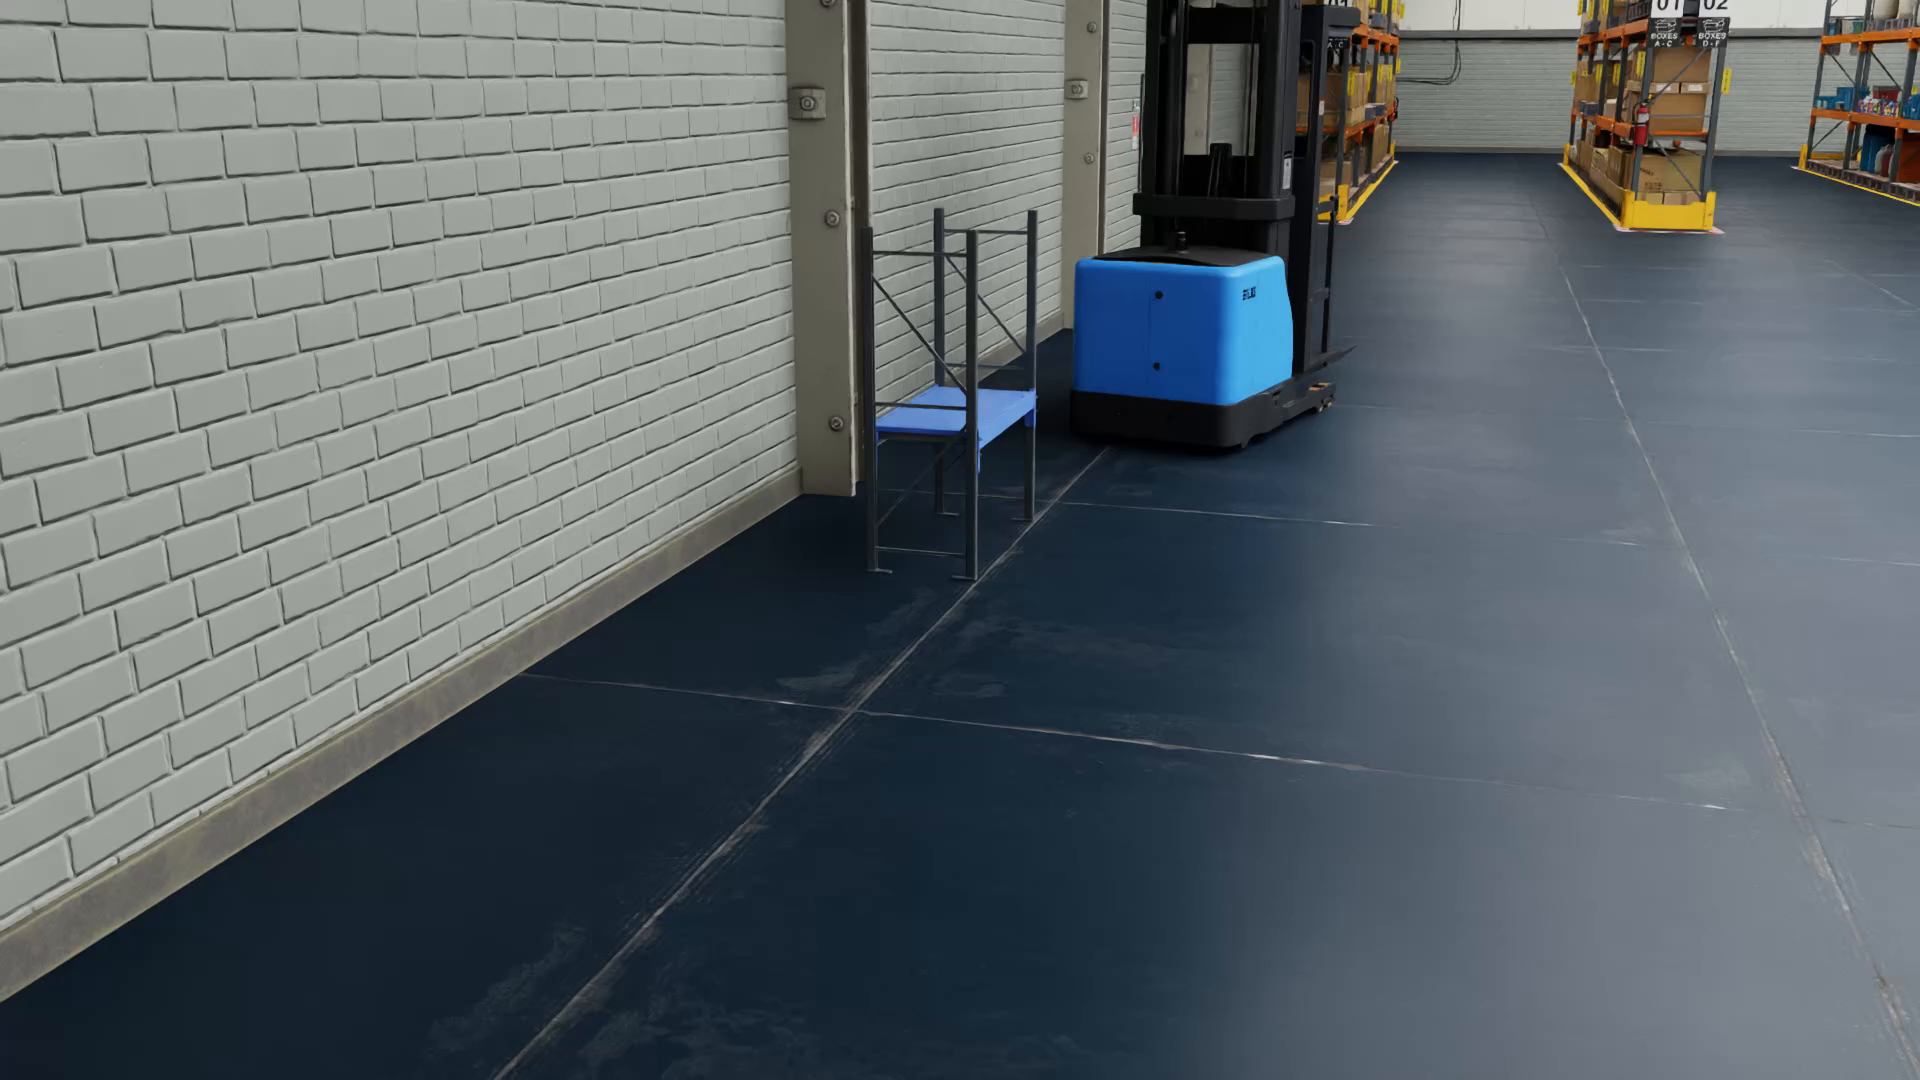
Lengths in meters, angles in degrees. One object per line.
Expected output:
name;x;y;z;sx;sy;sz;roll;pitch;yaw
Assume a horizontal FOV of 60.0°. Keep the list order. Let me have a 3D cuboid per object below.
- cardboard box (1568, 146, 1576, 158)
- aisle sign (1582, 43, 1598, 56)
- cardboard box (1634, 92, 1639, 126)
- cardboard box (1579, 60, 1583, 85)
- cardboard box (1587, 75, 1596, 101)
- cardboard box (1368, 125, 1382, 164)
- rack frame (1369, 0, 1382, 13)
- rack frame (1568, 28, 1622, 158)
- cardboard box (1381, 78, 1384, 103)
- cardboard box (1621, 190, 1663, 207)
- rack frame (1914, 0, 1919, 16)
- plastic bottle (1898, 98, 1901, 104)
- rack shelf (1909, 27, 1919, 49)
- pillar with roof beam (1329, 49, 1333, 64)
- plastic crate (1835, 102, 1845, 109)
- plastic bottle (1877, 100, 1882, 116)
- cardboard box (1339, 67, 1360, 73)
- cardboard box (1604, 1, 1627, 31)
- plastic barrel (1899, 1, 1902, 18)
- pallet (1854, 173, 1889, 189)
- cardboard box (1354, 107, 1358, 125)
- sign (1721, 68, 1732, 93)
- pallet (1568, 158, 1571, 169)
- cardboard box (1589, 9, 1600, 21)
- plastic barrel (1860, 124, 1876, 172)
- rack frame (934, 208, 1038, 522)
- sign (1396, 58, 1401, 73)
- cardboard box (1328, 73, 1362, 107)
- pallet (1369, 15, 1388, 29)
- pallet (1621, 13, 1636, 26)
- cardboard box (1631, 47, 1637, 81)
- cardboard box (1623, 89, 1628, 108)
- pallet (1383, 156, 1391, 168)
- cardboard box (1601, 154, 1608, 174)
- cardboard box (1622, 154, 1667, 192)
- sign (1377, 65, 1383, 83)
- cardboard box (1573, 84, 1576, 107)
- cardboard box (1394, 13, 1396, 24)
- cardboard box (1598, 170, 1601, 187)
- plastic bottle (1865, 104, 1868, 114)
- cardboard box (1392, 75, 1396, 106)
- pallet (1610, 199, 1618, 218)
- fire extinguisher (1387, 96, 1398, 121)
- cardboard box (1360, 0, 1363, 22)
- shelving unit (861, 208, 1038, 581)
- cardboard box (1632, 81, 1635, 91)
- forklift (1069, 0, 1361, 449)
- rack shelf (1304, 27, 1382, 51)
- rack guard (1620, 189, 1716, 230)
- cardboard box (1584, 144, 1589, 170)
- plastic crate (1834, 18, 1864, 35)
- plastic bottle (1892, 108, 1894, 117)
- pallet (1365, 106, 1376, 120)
cardboard box;13.824;-8.630;36.992;0.500;0.250;0.500;5;16;16
aisle sign;14.130;-11.284;37.350;0.394;0.787;0.004;5;16;16
cardboard box;10.572;-6.515;25.118;0.700;0.500;0.500;5;17;17
cardboard box;13.582;-10.025;35.661;0.500;0.500;0.500;4;16;15
cardboard box;12.772;-8.905;32.774;0.700;0.500;0.500;7;17;25
cardboard box;8.195;-8.084;34.003;0.750;0.750;0.750;5;17;18
rack frame;7.369;-11.169;30.715;1.000;3.000;0.127;5;16;16
rack frame;14.393;-9.992;37.562;1.000;3.000;0.127;5;16;16
cardboard box;8.192;-8.993;33.275;0.500;0.500;0.500;5;17;17
cardboard box;9.715;-4.849;23.697;0.500;0.250;0.500;5;16;16
rack frame;16.867;-10.400;28.006;1.000;3.000;0.127;5;16;16
plastic bottle;17.918;-8.282;31.623;0.144;0.351;0.185;5;16;16
rack shelf;16.299;-8.088;26.669;1.077;0.370;4.000;5;16;16
pillar with roof beam;12.002;-12.132;34.109;9.100;9.000;0.400;5;16;16
plastic crate;18.211;-8.942;34.230;0.293;0.136;0.466;5;16;16
plastic bottle;16.988;-7.979;30.678;0.061;0.283;0.133;5;16;16
cardboard box;7.222;-8.676;30.744;0.380;0.149;0.250;2;16;7
cardboard box;12.211;-9.507;30.171;0.910;0.500;0.500;5;16;16
plastic barrel;17.939;-10.042;31.125;0.600;0.588;0.600;0;16;0
pallet;17.400;-6.700;31.066;1.003;0.211;1.213;5;16;16
cardboard box;5.823;-6.500;25.486;0.500;0.250;0.500;4;16;15
sign;10.376;-6.216;22.517;0.100;0.325;0.005;5;16;16
pallet;14.145;-8.422;37.136;1.003;0.211;1.213;5;16;16
cardboard box;13.134;-10.706;33.938;0.500;0.250;0.500;5;16;16
plastic barrel;17.833;-7.612;32.246;0.600;0.901;0.708;5;16;16
rack frame;0.120;-0.832;8.015;0.500;1.500;0.032;5;16;16
sign;10.158;-11.001;38.561;0.100;0.325;0.005;5;16;16
cardboard box;5.957;-6.989;25.835;0.500;0.500;0.500;5;17;18
pallet;6.801;-9.014;28.958;1.213;0.211;1.003;5;16;16
pallet;11.221;-8.436;26.927;0.805;0.209;1.217;4;16;14
cardboard box;10.862;-7.409;25.891;0.700;0.500;0.500;5;17;16
cardboard box;11.508;-7.369;28.131;0.500;0.500;0.500;5;16;16
pallet;9.141;-8.501;37.412;1.003;0.211;1.213;5;16;16
cardboard box;10.964;-6.267;27.668;0.500;0.311;0.500;5;17;17
cardboard box;9.713;-5.210;23.595;0.500;0.500;0.500;5;16;16
sign;7.892;-8.762;31.246;0.100;0.325;0.005;5;16;16
cardboard box;14.014;-9.945;37.211;0.500;0.500;0.500;5;17;17
cardboard box;9.113;-11.243;35.794;0.500;0.250;0.500;4;16;15
cardboard box;11.113;-6.129;28.211;0.500;0.250;0.500;5;17;17
plastic bottle;17.316;-8.224;31.692;0.097;0.201;0.097;0;16;0
cardboard box;9.507;-10.386;38.398;0.980;0.700;0.700;5;17;18
pallet;10.371;-4.986;25.022;1.003;0.211;1.213;5;16;16
fire extinguisher;10.127;-10.163;38.987;0.296;0.674;0.183;5;16;16
cardboard box;5.760;-8.032;24.934;0.500;0.500;0.500;5;17;18
shelving unit;-0.024;-0.699;7.546;0.538;1.500;1.048;5;16;16
cardboard box;10.431;-6.890;25.253;0.380;0.149;0.250;4;16;14
forklift;1.814;-2.287;10.522;1.130;2.935;3.031;9;18;28
rack shelf;6.800;-8.856;29.377;1.077;0.370;4.000;5;16;16
rack guard;9.839;-4.598;23.122;1.175;0.500;0.348;5;16;16
cardboard box;12.450;-7.444;32.353;0.500;0.500;0.500;4;16;14
plastic crate;18.443;-10.642;34.469;0.504;0.338;0.767;5;16;16
plastic bottle;16.689;-7.647;29.656;0.097;0.201;0.097;0;16;0
pallet;6.589;-7.332;28.535;1.003;0.211;1.213;5;16;16
